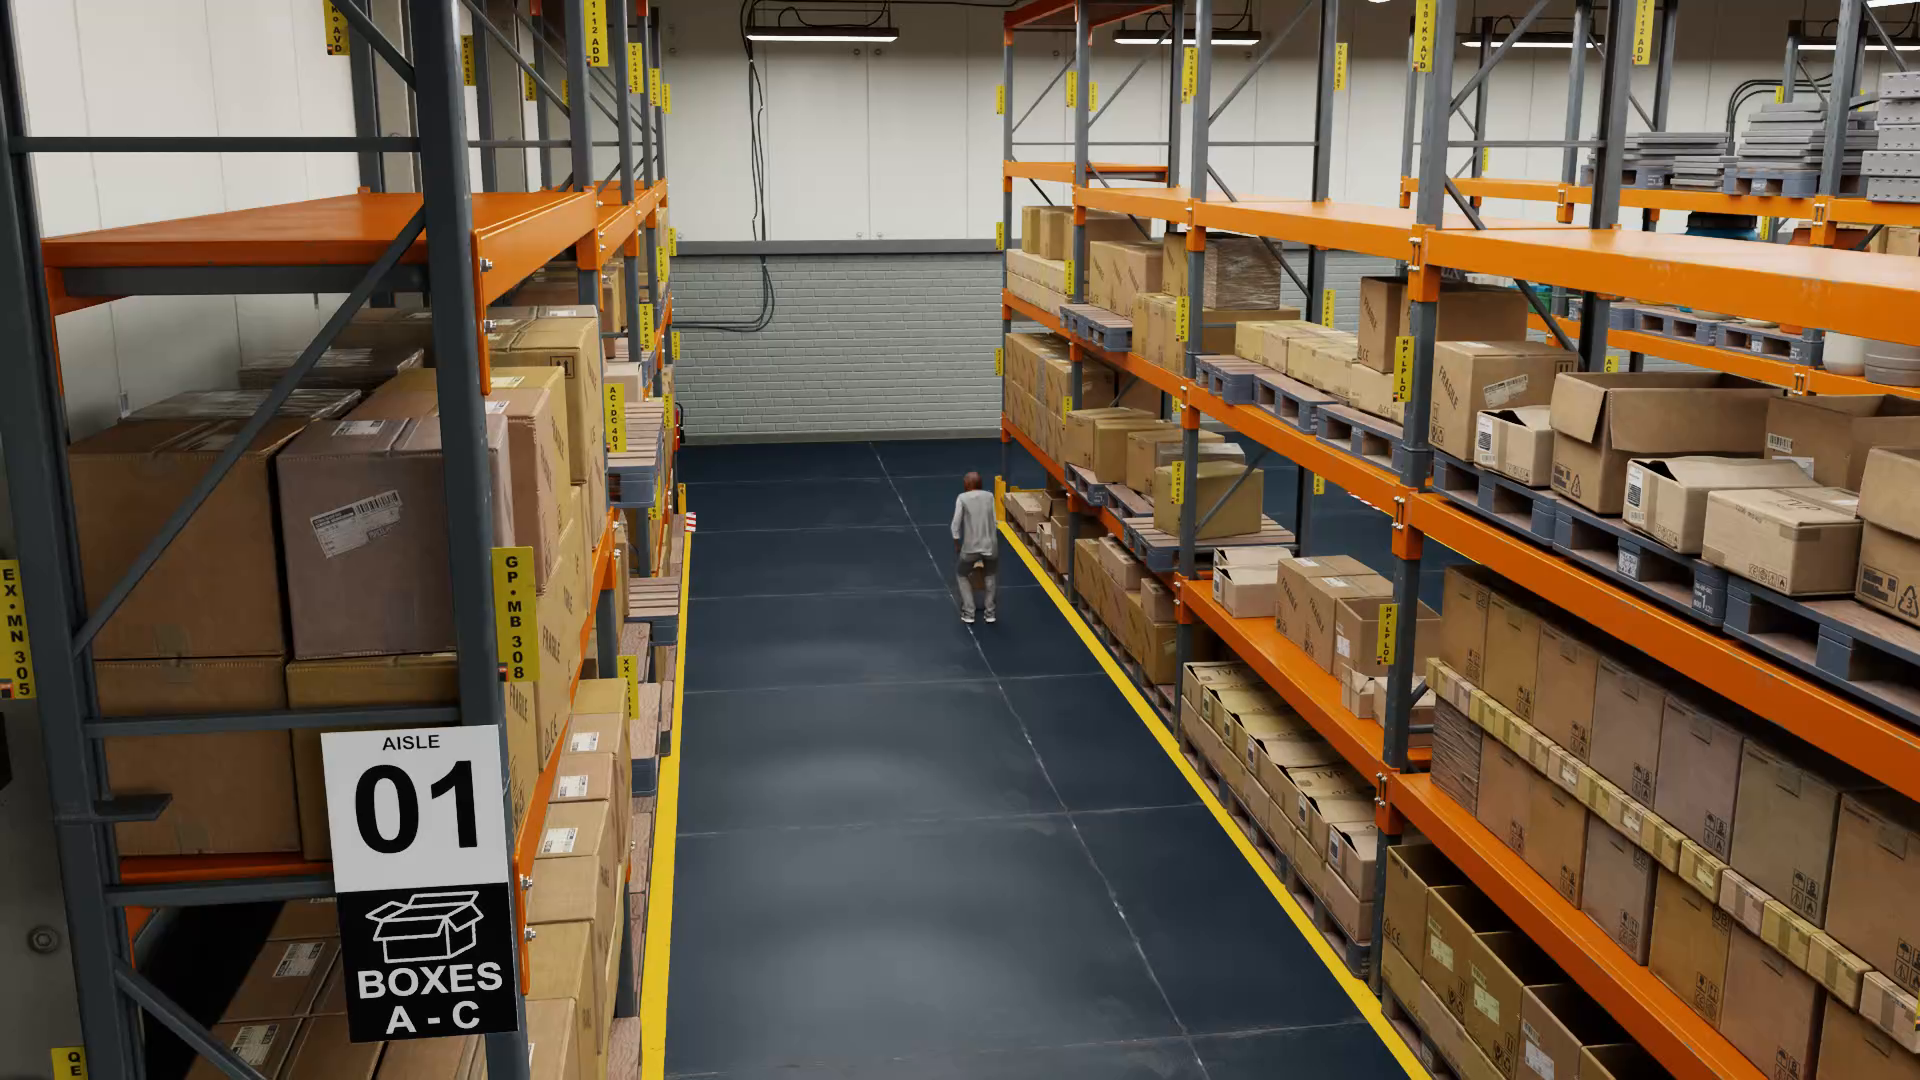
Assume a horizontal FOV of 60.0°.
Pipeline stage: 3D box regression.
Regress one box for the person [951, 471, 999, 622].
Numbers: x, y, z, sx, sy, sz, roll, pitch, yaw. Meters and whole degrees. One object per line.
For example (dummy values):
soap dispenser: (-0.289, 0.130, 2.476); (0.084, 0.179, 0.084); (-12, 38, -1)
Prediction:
person: (0.147, 0.090, 16.030); (0.454, 1.425, 0.540); (-2, 14, -8)
